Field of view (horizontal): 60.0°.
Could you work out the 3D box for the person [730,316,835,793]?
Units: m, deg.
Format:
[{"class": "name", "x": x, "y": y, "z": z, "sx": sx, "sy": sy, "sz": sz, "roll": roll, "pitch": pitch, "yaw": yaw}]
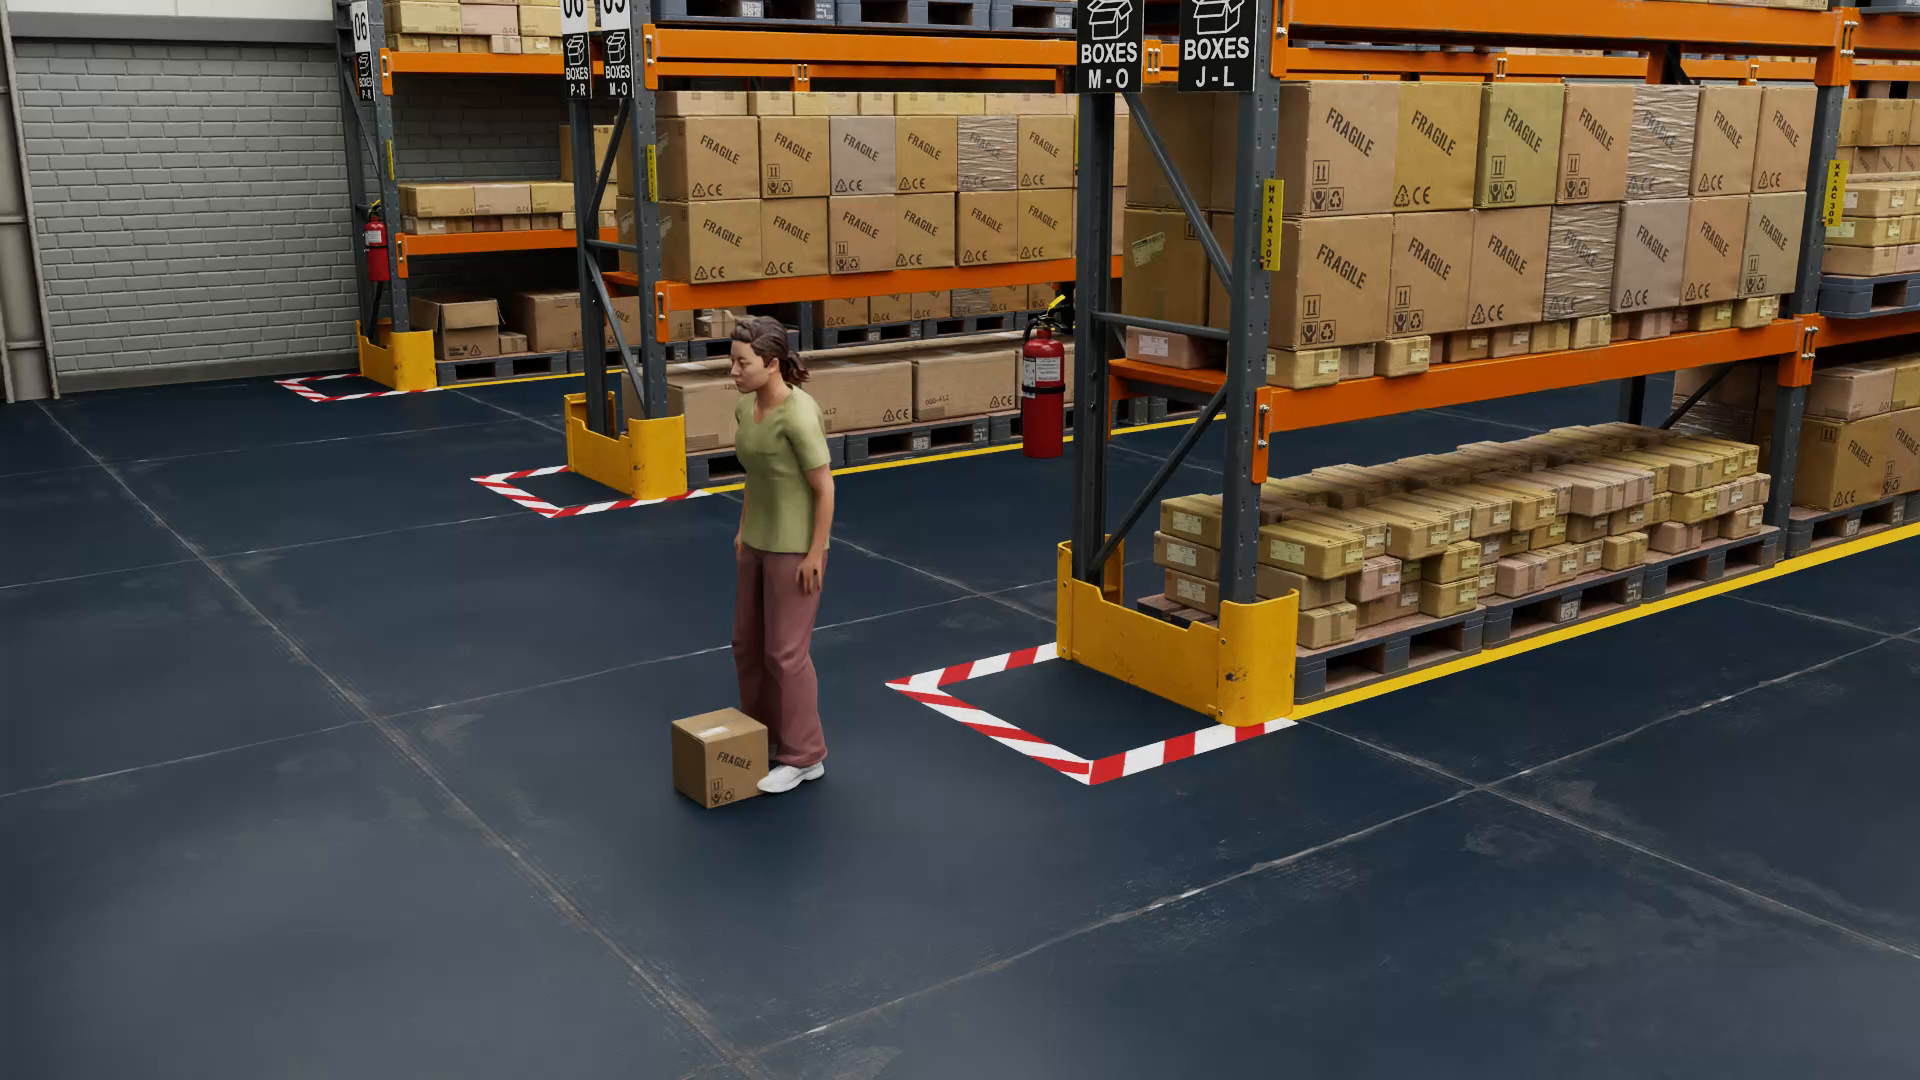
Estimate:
[{"class": "person", "x": -0.651, "y": 0.042, "z": 5.852, "sx": 0.364, "sy": 1.671, "sz": 0.503, "roll": -11, "pitch": 18, "yaw": -37}]
